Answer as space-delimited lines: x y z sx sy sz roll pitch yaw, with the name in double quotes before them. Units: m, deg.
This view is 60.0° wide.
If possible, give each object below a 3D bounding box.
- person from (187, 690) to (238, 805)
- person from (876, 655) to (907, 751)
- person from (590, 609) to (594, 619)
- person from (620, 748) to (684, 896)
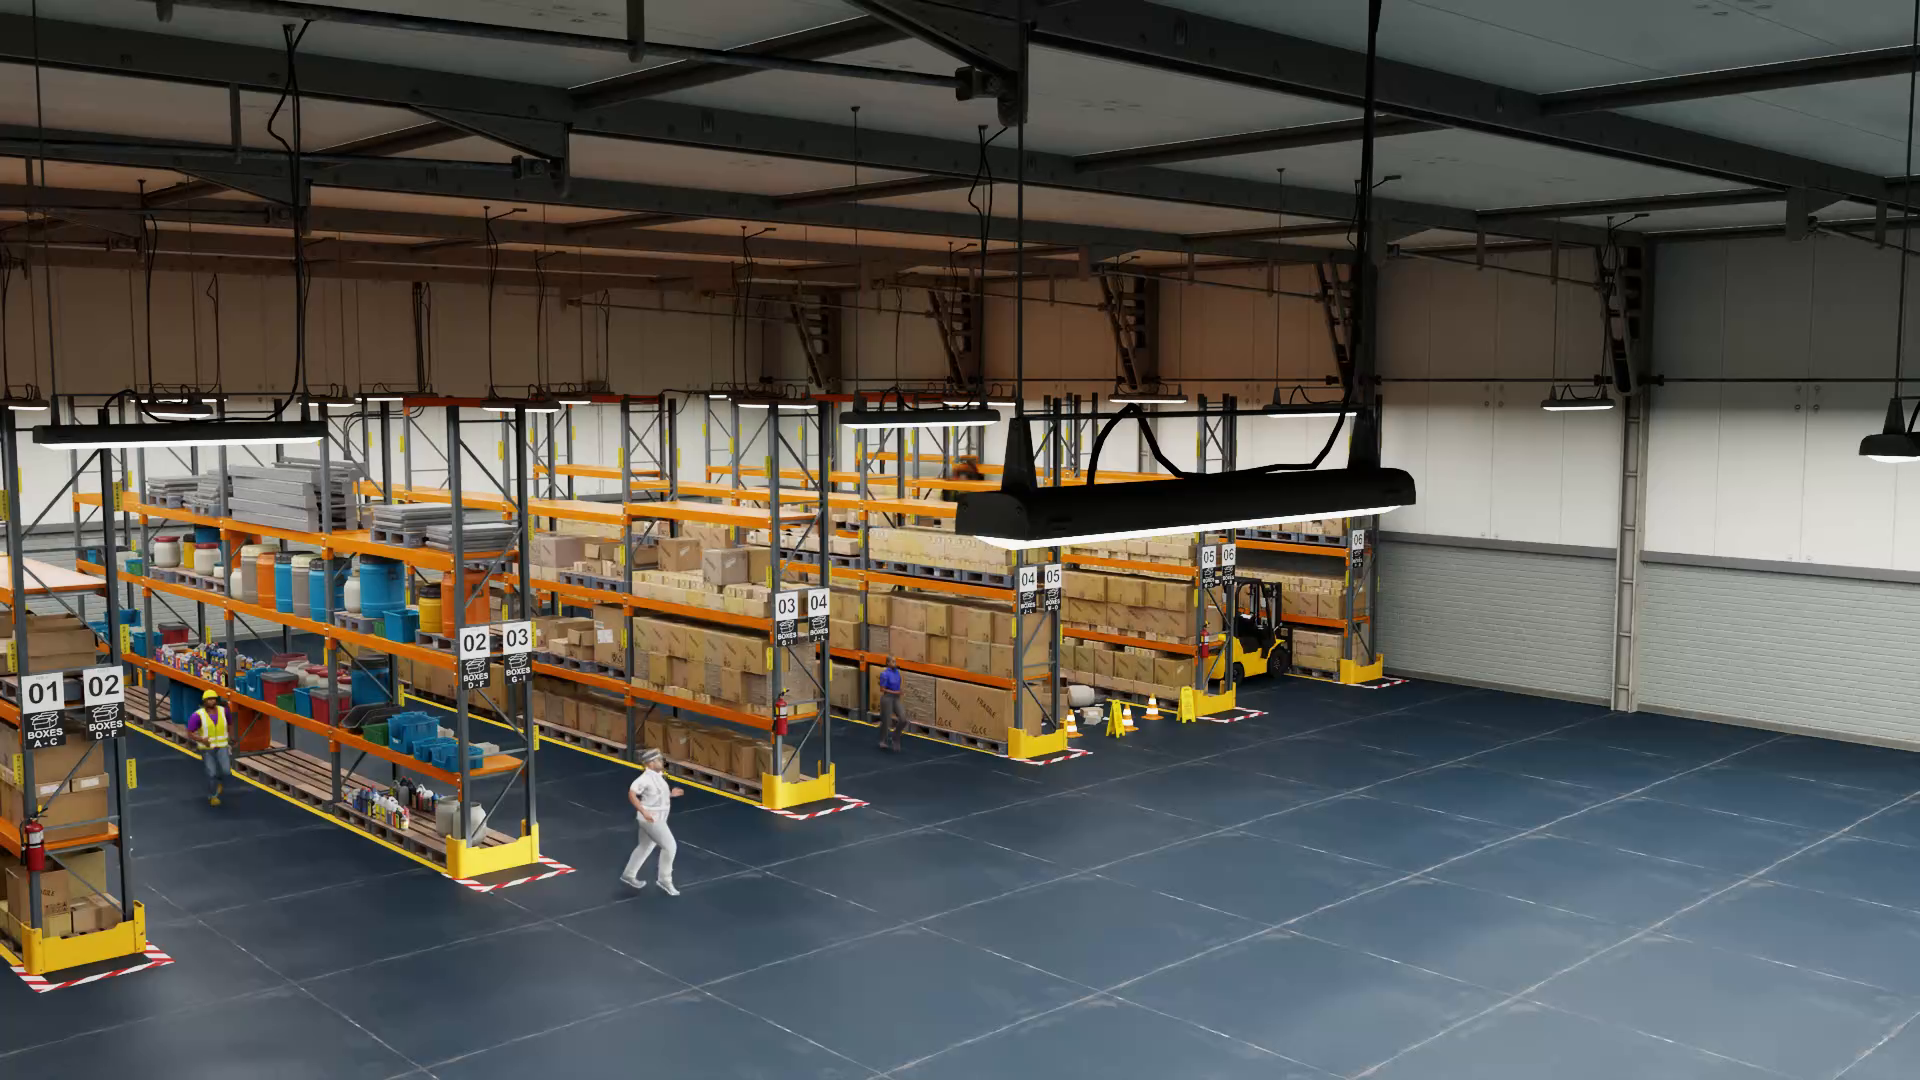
"person" -11.111 3.084 24.761 0.700 1.723 0.582 -5 7 -42
"person" -1.142 2.790 28.348 0.695 1.695 0.590 5 8 45
"person" -9.081 1.440 42.189 0.737 1.725 0.536 -4 7 -38
"person" -3.803 3.468 20.518 0.805 1.841 0.637 -1 6 -7
